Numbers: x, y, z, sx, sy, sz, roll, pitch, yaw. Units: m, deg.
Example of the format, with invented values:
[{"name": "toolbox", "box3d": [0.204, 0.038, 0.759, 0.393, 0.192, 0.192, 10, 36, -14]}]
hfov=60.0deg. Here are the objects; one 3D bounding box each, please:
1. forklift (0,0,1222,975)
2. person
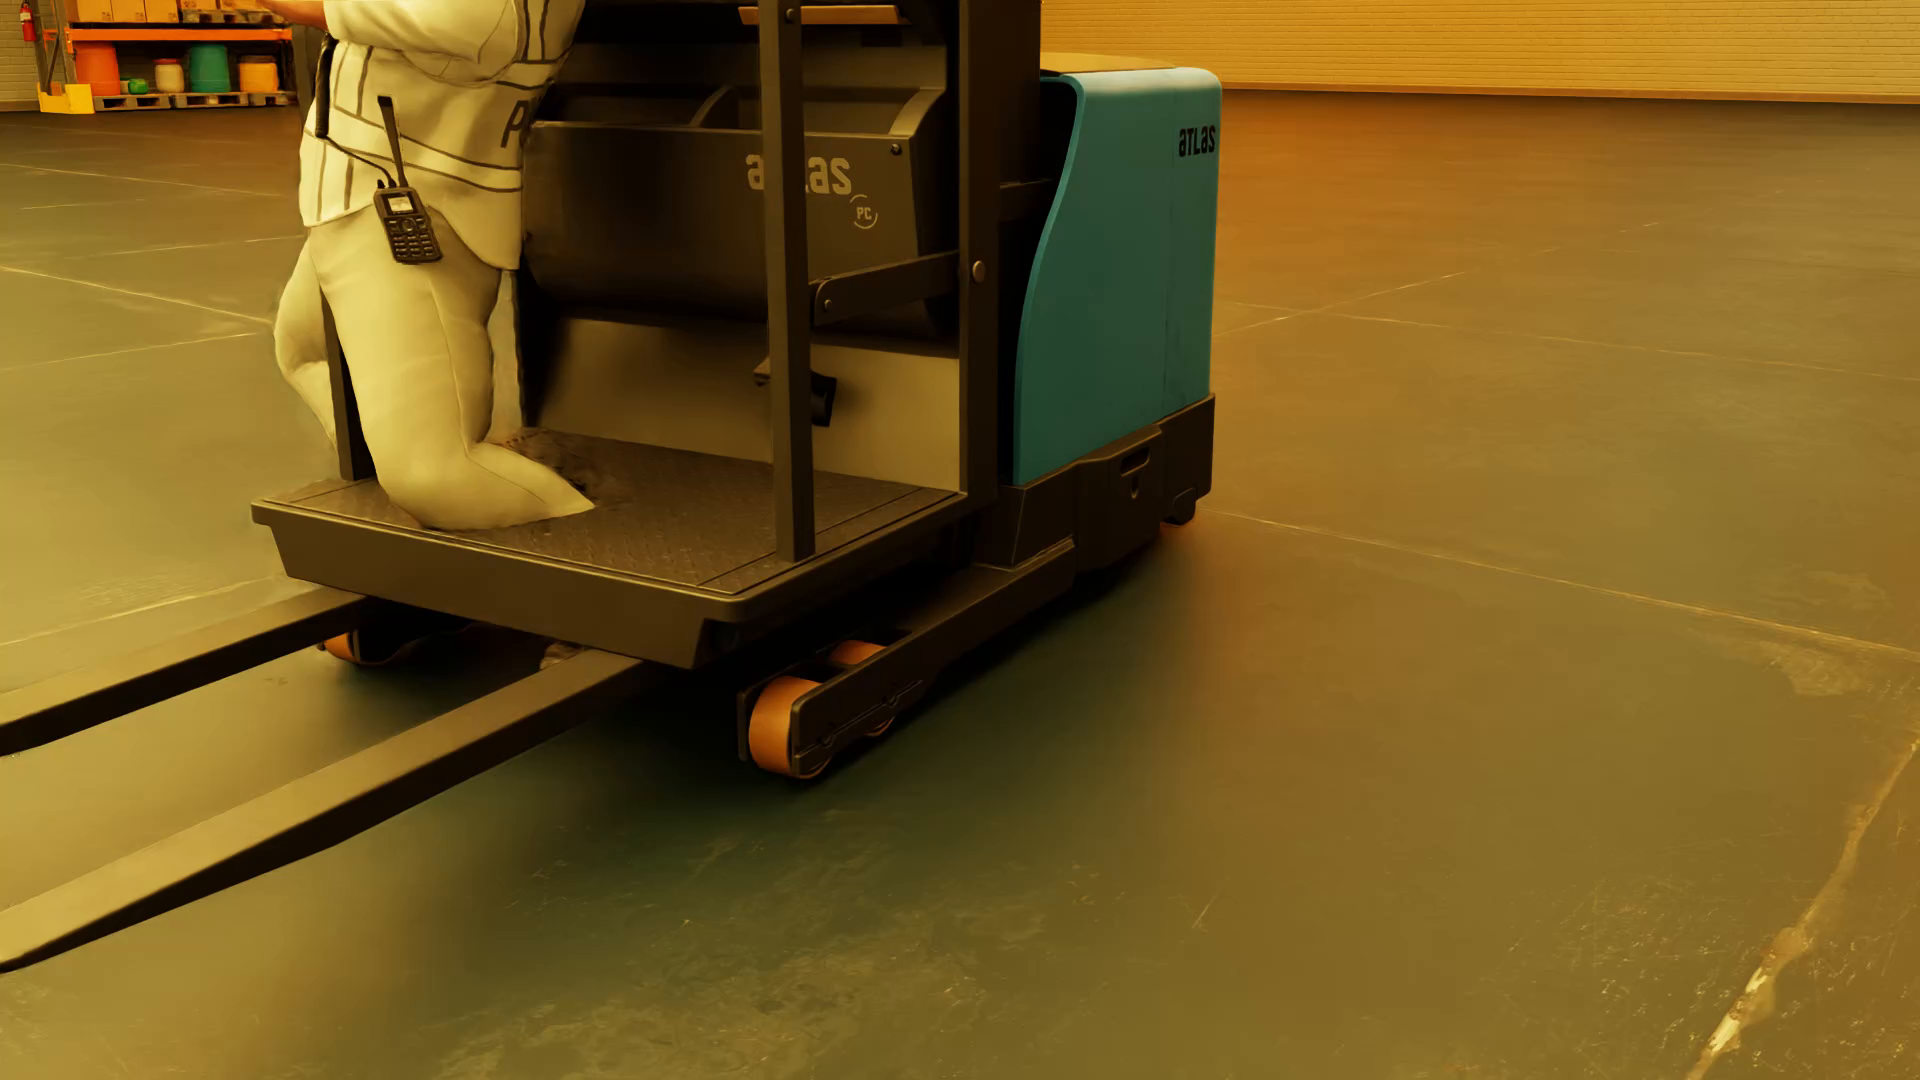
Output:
[{"name": "forklift", "box3d": [-0.554, -1.168, 2.745, 1.130, 2.935, 3.031, 10, 19, 29]}, {"name": "person", "box3d": [-0.985, -0.557, 3.041, 0.818, 1.515, 0.968, -6, 18, -20]}]
